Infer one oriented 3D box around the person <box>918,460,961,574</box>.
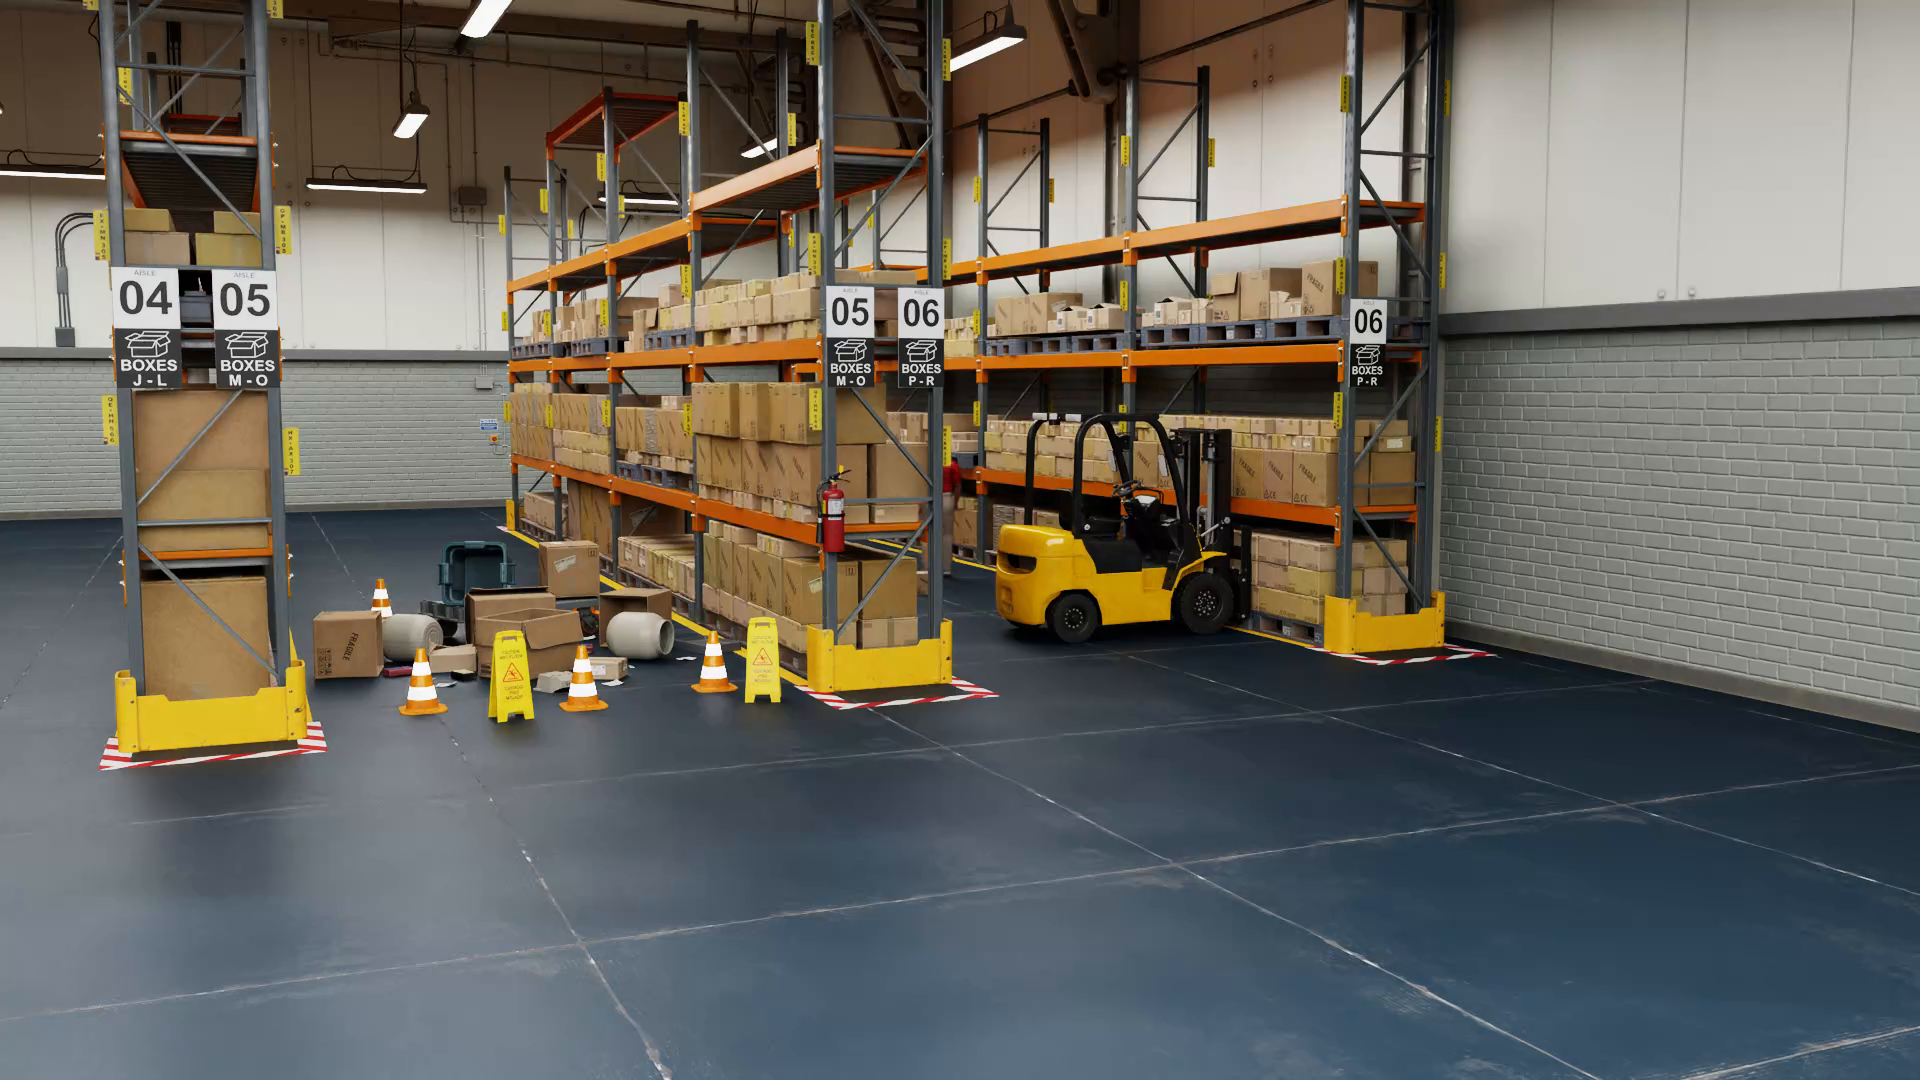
[{"bbox_3d":[-0.274,-0.409,21.036,0.571,1.744,0.432,-1,5,-8],"label":"person"}]
